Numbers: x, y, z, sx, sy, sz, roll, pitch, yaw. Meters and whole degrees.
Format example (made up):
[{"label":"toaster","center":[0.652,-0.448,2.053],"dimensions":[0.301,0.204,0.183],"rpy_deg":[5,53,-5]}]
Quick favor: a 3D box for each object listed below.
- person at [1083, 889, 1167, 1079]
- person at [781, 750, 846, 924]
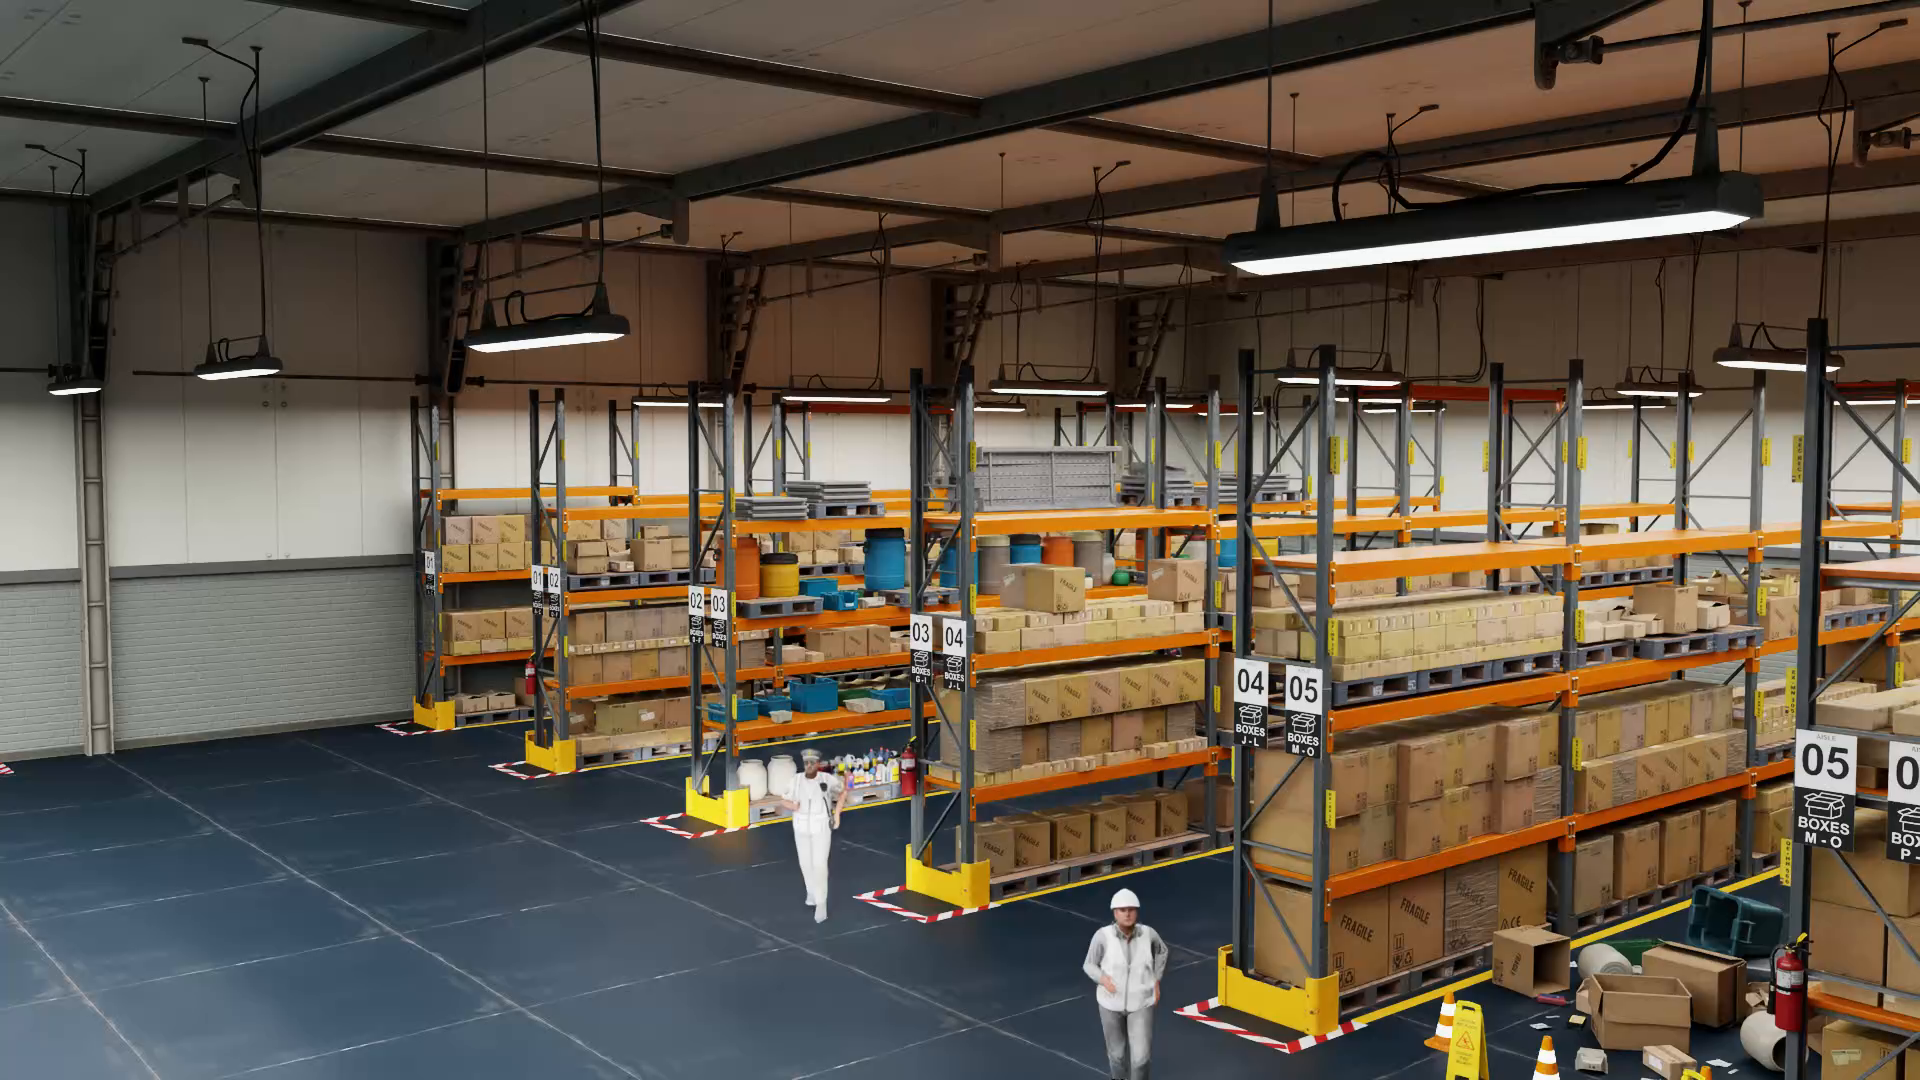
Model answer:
[{"label":"person","center":[1.250,3.550,12.591],"dimensions":[0.639,1.828,0.759],"rpy_deg":[0,3,6]},{"label":"person","center":[-1.627,3.186,18.191],"dimensions":[0.672,1.818,0.823],"rpy_deg":[0,3,8]}]
